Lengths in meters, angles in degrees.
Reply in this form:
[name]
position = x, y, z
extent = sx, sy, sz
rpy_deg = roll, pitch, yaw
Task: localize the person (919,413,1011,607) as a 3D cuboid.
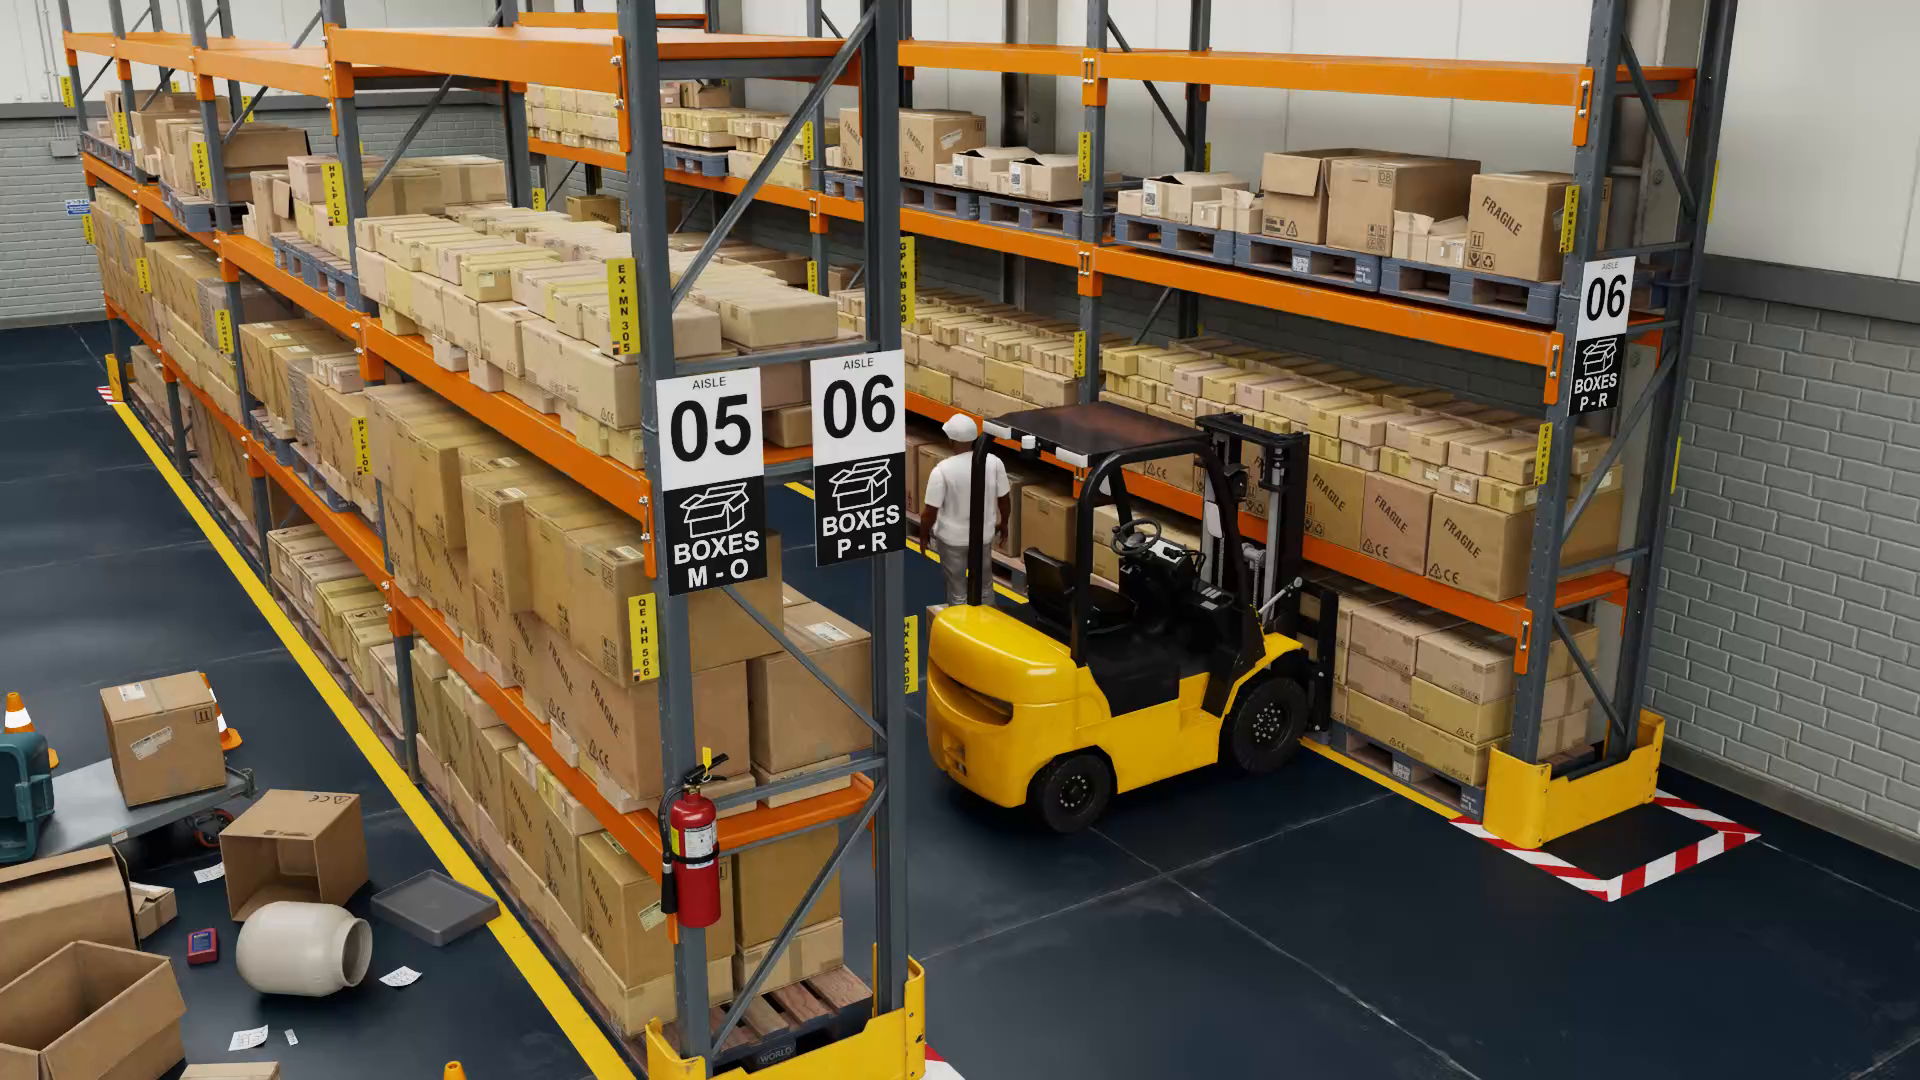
[person]
position = 0.011, -0.049, 11.646
extent = 0.665, 1.762, 0.575
rpy_deg = -6, 19, -19
